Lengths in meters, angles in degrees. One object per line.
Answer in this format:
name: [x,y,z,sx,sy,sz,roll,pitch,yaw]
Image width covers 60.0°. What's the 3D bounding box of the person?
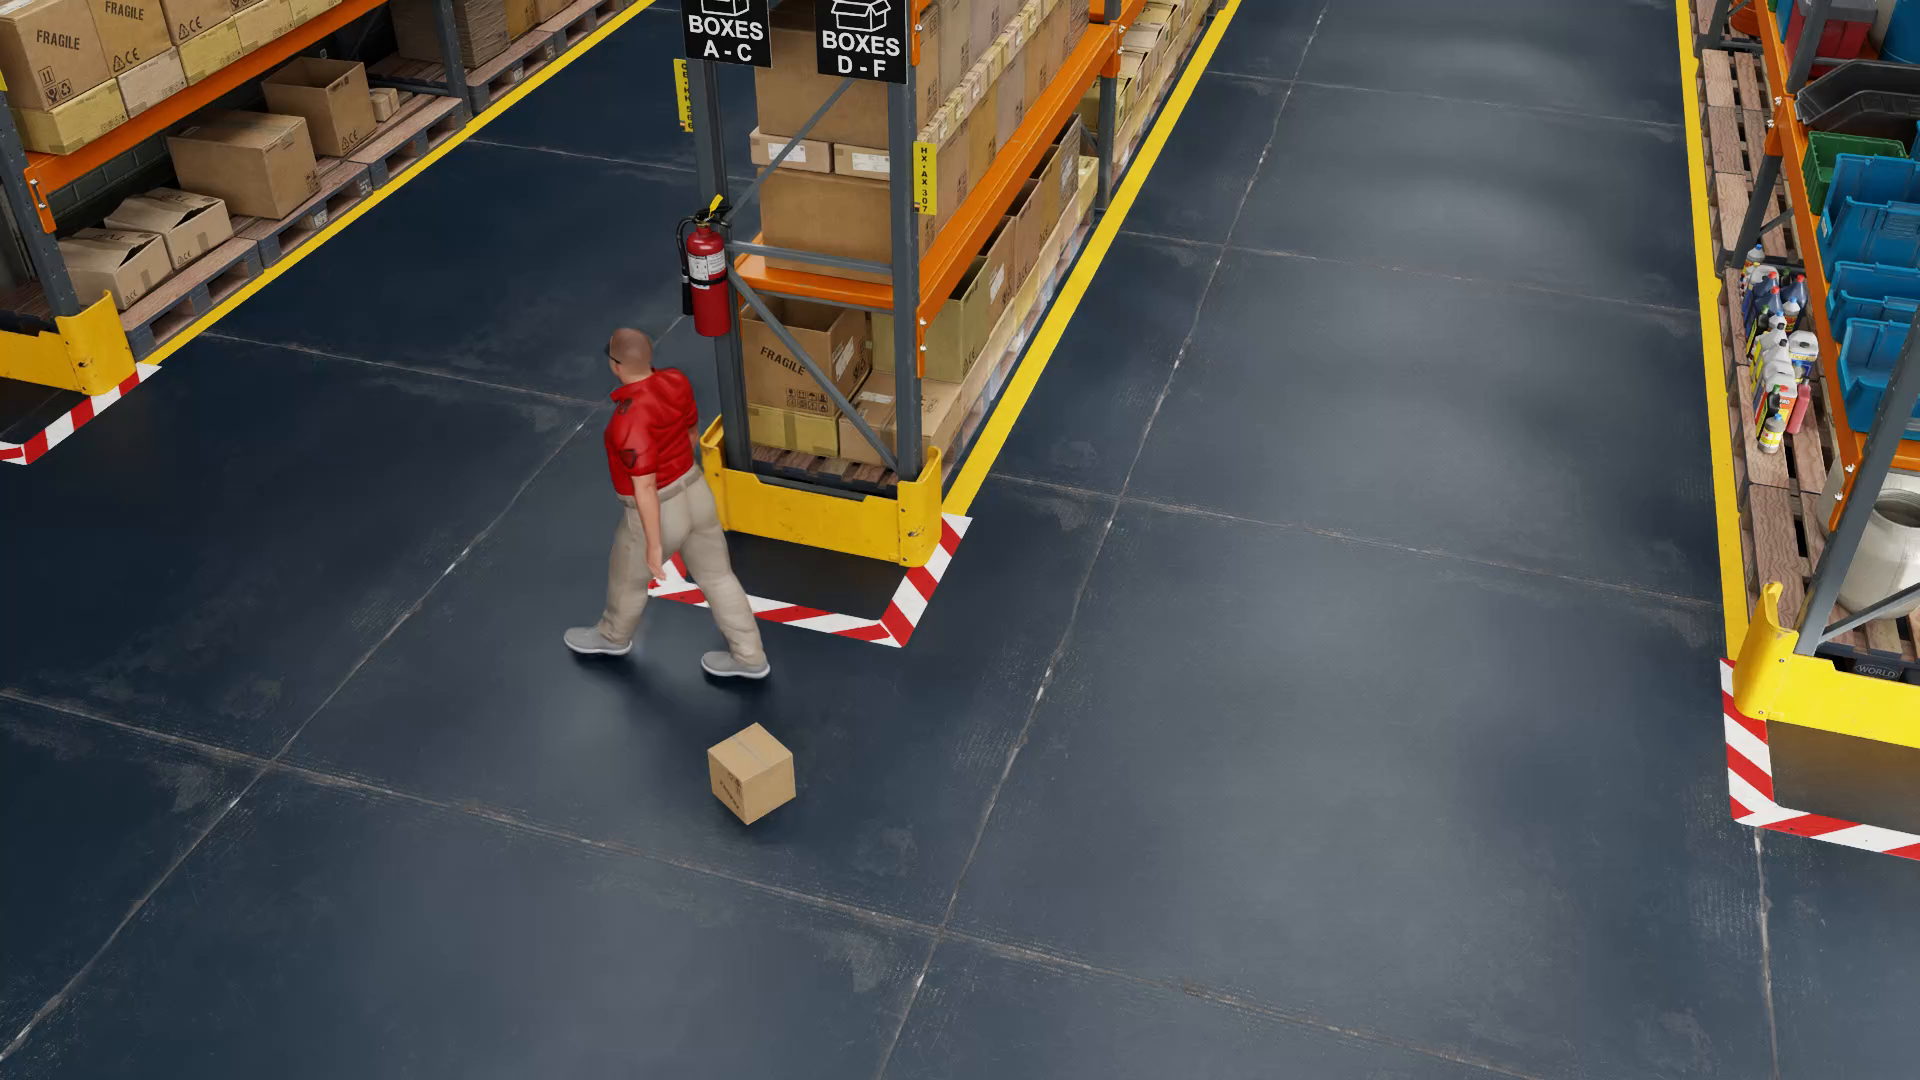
person: [-1.298,-0.163,7.114,0.965,1.668,0.586,20,41,25]
